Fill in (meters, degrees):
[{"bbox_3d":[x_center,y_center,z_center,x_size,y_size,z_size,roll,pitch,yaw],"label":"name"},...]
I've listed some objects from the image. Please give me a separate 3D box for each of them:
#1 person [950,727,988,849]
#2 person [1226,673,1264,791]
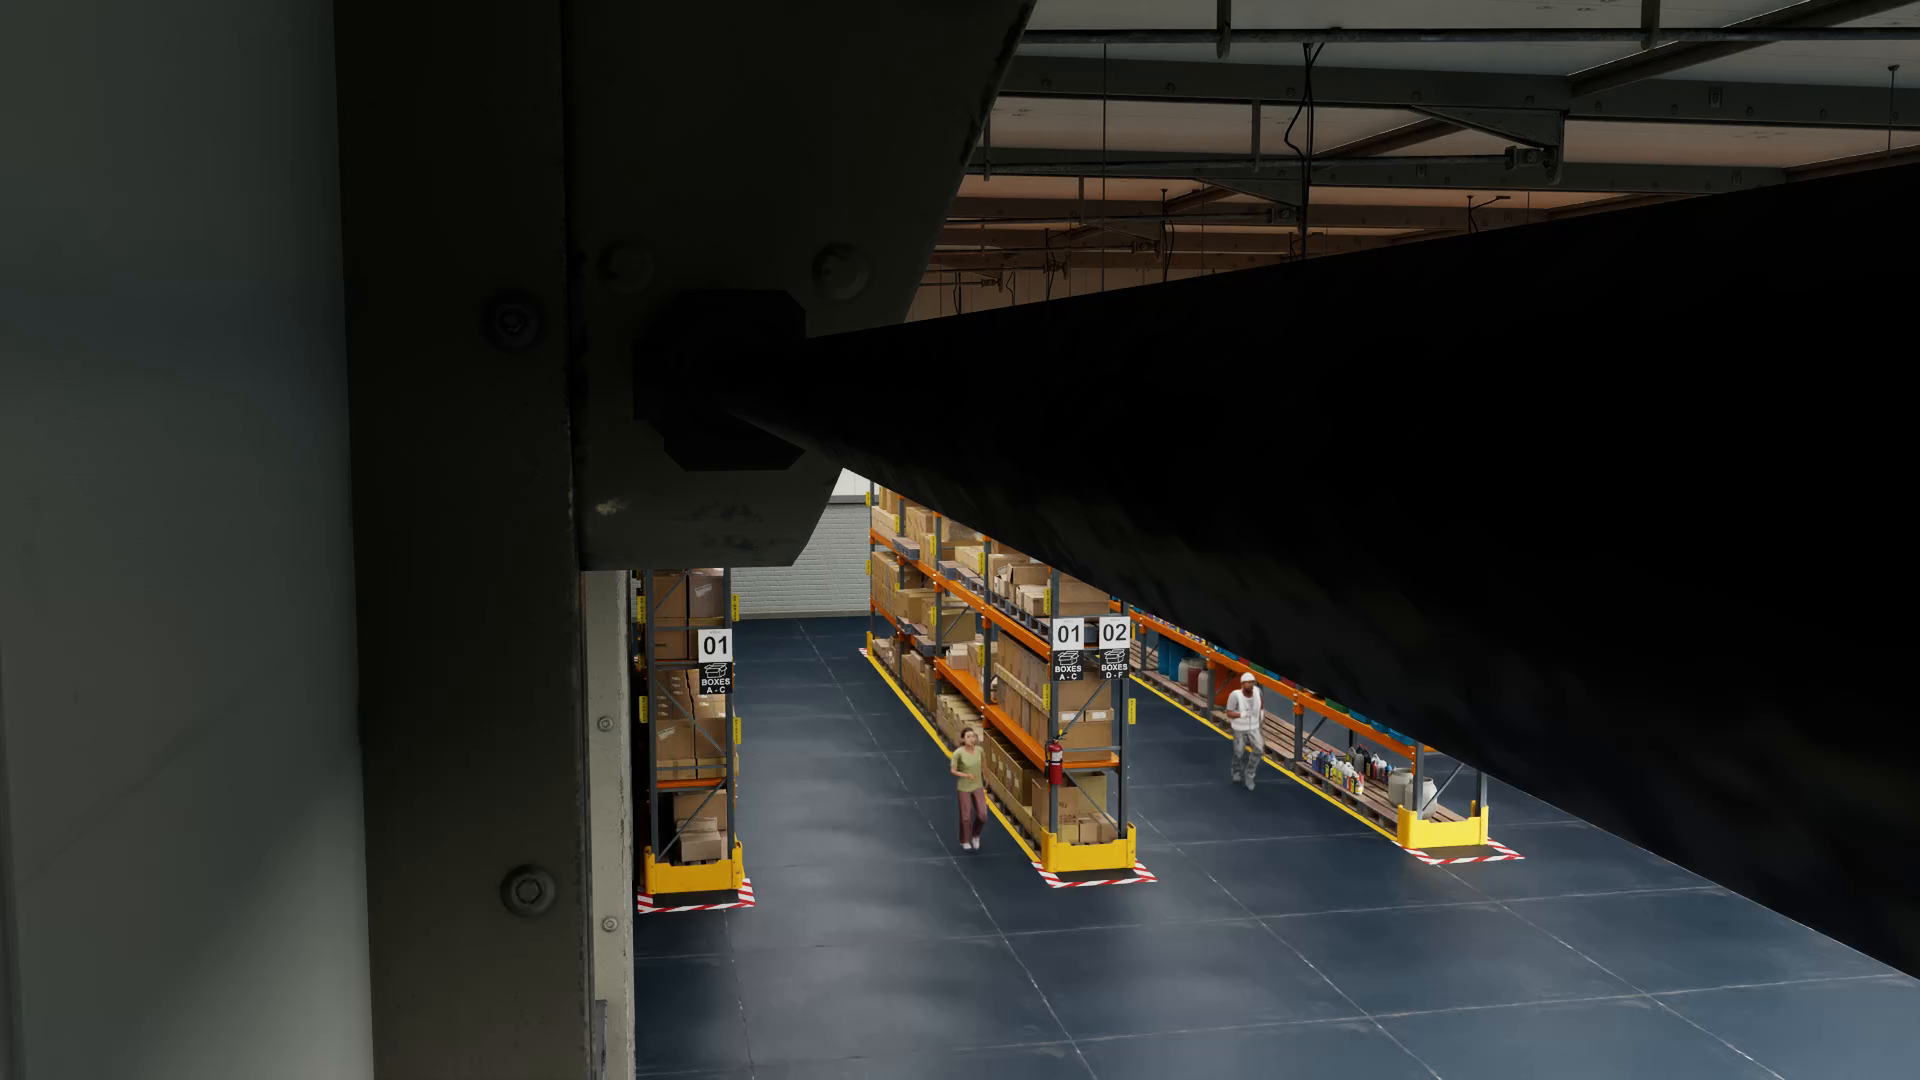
[{"bbox_3d":[0.142,3.245,21.622,0.556,1.635,0.616,-2,6,-16],"label":"person"},{"bbox_3d":[4.291,2.848,24.928,0.715,1.780,0.833,-2,6,-15],"label":"person"}]
